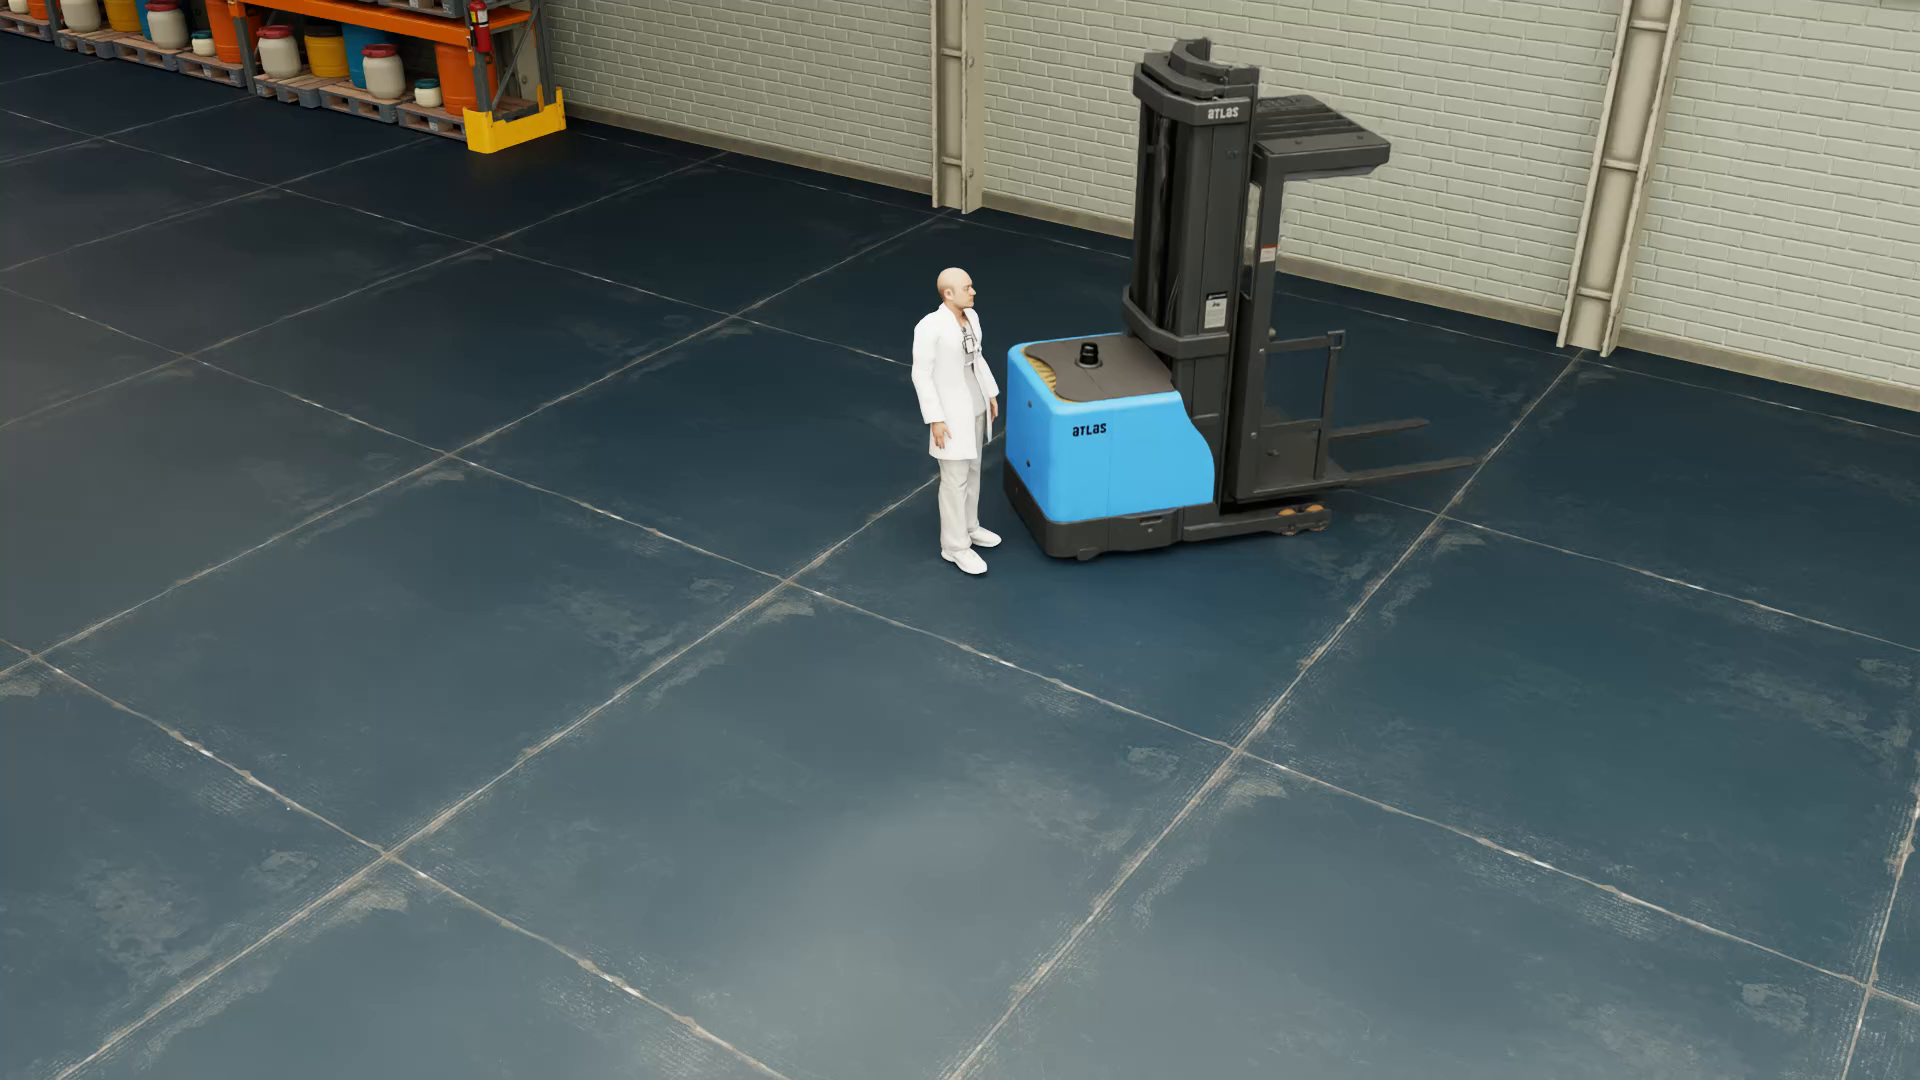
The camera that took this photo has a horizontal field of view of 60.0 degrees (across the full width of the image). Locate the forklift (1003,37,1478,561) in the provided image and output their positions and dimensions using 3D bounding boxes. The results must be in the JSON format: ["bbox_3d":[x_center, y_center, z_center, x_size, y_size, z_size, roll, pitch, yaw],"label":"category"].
[{"bbox_3d":[1.861,-1.543,10.239,3.031,2.935,1.130,-8,31,-14],"label":"forklift"}]

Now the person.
[{"bbox_3d":[0.072,-0.747,10.003,0.581,1.775,0.696,19,35,29],"label":"person"}]
